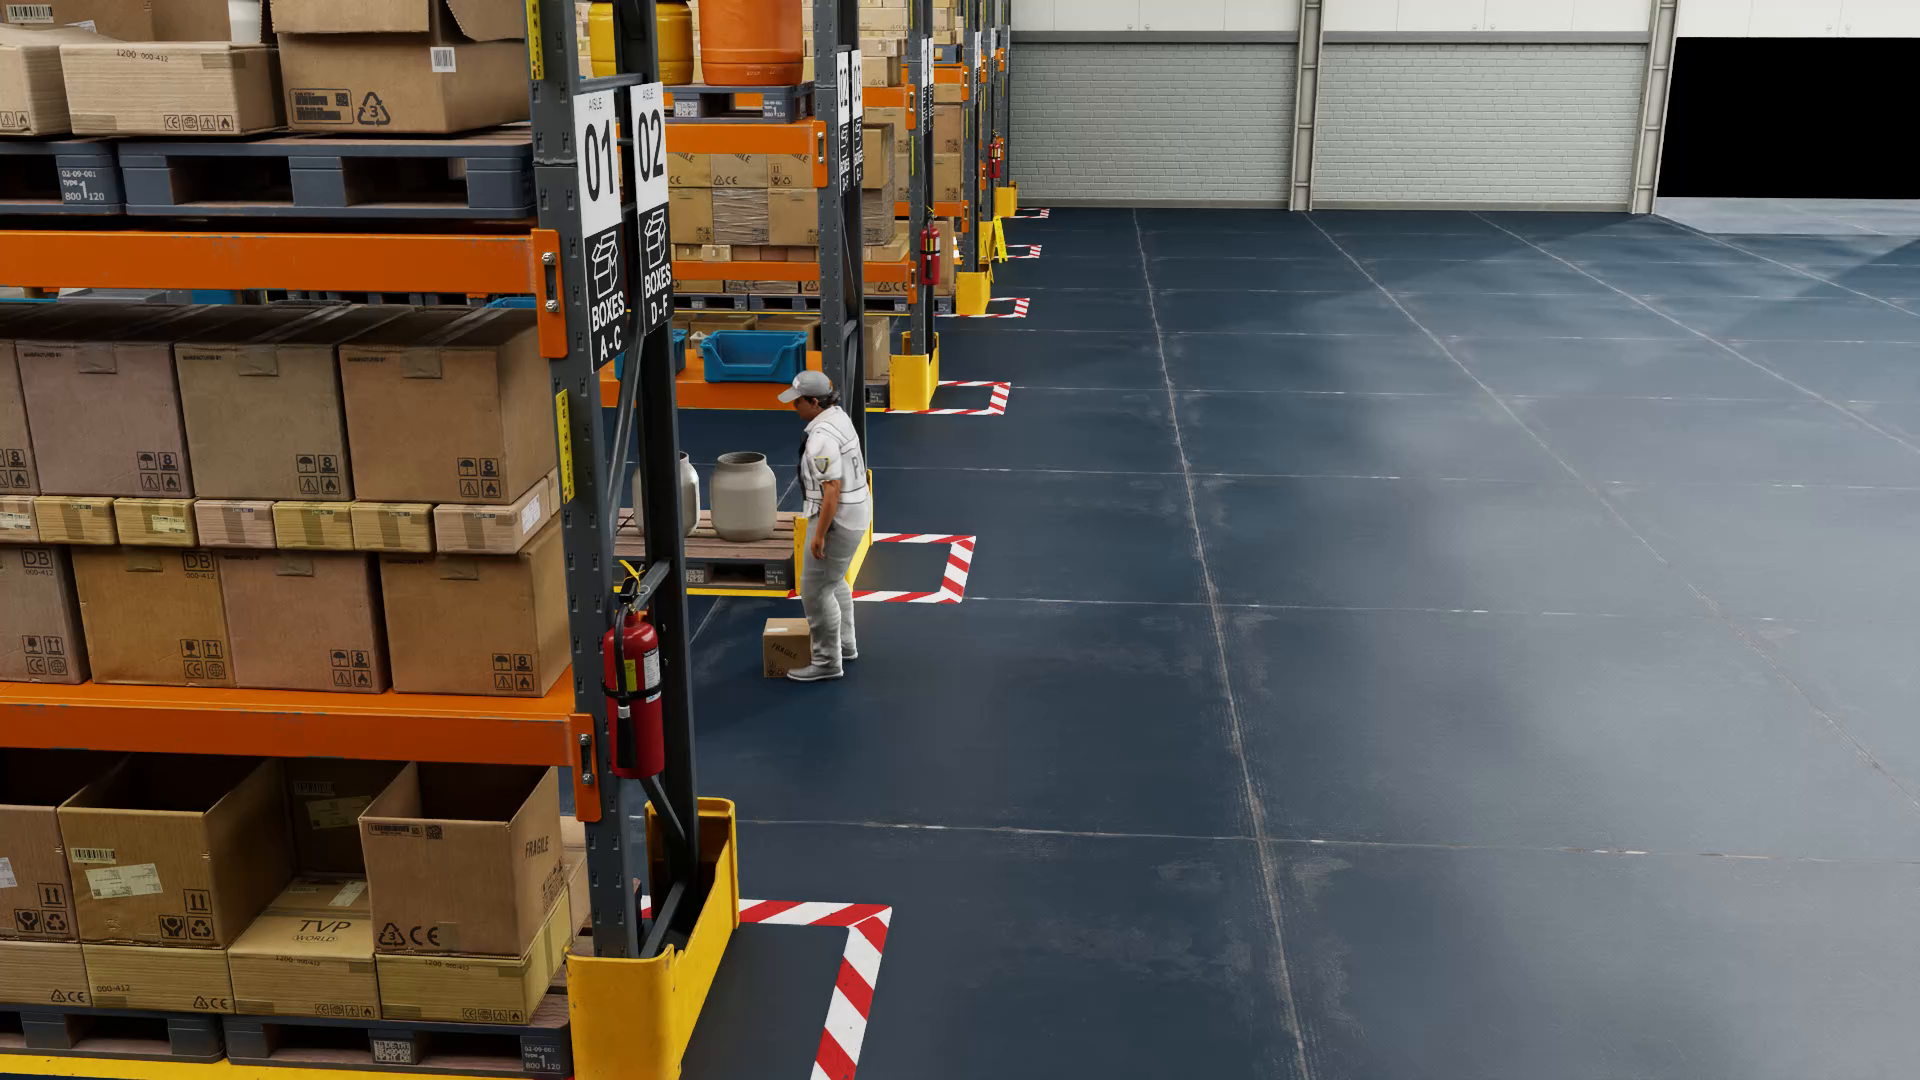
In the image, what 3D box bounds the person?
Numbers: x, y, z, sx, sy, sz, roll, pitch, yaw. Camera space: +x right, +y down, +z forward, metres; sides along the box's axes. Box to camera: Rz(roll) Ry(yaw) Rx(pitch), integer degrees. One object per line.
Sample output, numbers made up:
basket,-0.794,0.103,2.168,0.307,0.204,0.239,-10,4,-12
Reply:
person,-0.705,-0.086,8.812,0.468,1.665,0.537,1,18,3
